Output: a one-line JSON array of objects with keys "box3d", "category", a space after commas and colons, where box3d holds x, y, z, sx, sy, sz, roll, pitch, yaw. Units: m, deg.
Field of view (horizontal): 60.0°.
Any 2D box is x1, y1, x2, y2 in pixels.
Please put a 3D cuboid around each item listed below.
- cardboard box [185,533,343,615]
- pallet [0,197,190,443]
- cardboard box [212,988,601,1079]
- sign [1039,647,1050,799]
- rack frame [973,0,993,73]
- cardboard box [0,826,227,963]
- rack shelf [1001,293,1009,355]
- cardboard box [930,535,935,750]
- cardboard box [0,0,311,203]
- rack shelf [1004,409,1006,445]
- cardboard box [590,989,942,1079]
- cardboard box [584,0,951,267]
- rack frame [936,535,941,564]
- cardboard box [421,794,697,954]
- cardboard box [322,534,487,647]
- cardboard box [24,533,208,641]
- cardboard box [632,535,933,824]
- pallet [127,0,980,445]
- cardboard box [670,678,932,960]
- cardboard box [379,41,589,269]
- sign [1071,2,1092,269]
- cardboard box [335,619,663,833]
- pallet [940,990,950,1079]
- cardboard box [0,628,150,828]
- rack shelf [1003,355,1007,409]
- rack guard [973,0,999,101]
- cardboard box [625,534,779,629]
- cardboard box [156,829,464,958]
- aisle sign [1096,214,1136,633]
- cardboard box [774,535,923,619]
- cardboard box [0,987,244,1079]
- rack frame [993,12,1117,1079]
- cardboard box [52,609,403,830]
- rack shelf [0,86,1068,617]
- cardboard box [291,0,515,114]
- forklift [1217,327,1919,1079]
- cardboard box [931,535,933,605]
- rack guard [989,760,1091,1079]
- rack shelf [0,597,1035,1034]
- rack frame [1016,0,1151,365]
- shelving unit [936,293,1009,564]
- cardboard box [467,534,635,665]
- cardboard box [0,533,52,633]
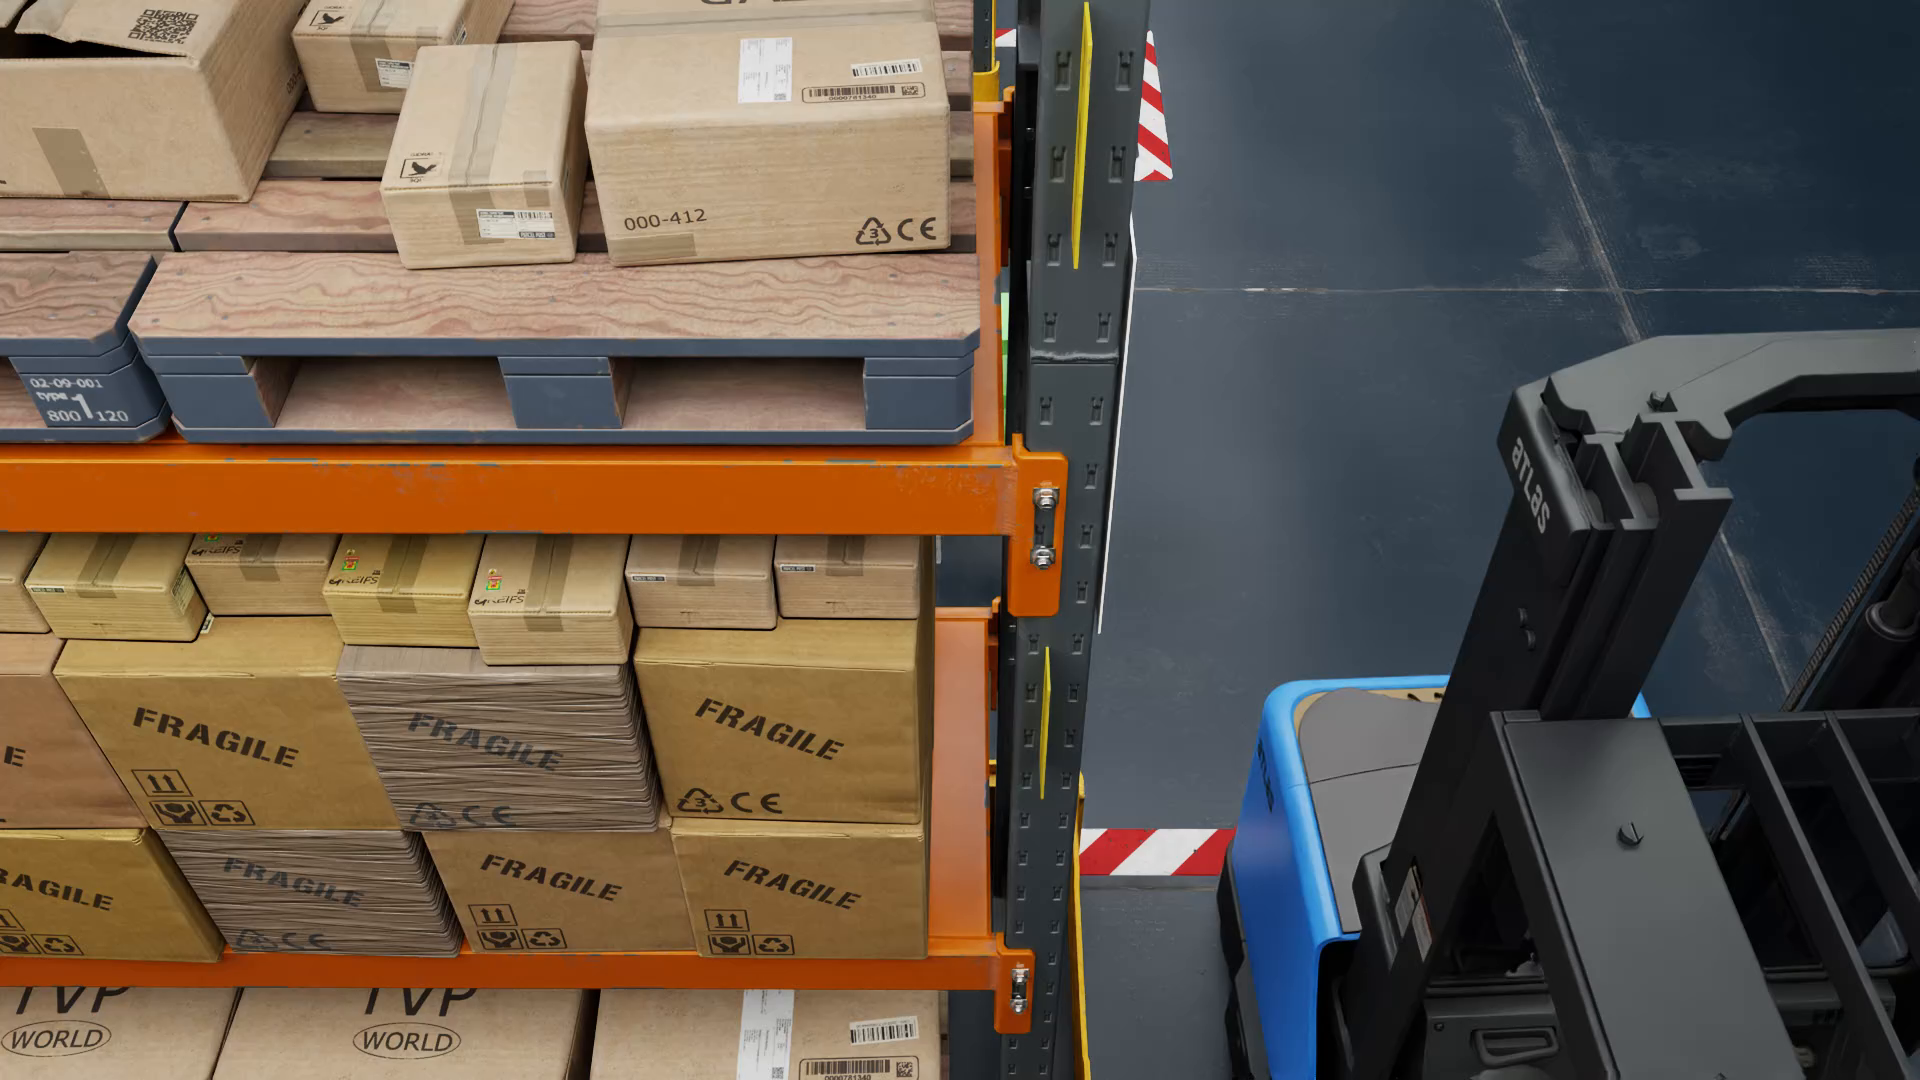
[{"box3d": [-1.219, -0.052, 3.054, 0.250, 0.149, 0.380, 0, 47, 0], "category": "cardboard box"}, {"box3d": [-1.799, -0.583, 2.755, 1.213, 0.211, 1.003, 0, 47, 0], "category": "pallet"}, {"box3d": [-1.410, 1.209, 4.539, 0.875, 0.438, 0.875, 1, 47, 1], "category": "cardboard box"}, {"box3d": [0.150, 0.326, 2.944, 0.005, 0.325, 0.100, 0, 47, 0], "category": "sign"}, {"box3d": [0.083, -3.220, 7.198, 0.127, 3.000, 1.000, 0, 47, 0], "category": "rack frame"}, {"box3d": [-1.850, 0.564, 3.608, 0.500, 0.500, 0.500, 1, 47, 1], "category": "cardboard box"}, {"box3d": [0.166, -0.692, 5.506, 0.480, 0.148, 0.258, 0, 47, 0], "category": "rack shelf"}, {"box3d": [-0.313, 0.159, 3.985, 0.500, 0.500, 0.500, 0, 47, 0], "category": "cardboard box"}, {"box3d": [-1.331, -0.805, 2.607, 0.500, 0.311, 0.500, 1, 47, 1], "category": "cardboard box"}, {"box3d": [0.166, -0.365, 5.857, 0.480, 0.148, 0.258, 0, 47, 0], "category": "rack shelf"}, {"box3d": [-0.495, 1.205, 4.542, 0.875, 0.438, 0.875, -1, 47, -1], "category": "cardboard box"}, {"box3d": [-0.285, -0.679, 2.531, 0.500, 0.250, 0.500, -4, 47, -3], "category": "cardboard box"}, {"box3d": [-0.078, -0.409, 5.811, 0.015, 1.200, 0.240, 0, 47, 0], "category": "rack frame"}, {"box3d": [-0.820, 0.550, 3.621, 0.500, 0.500, 0.500, -1, 47, -1], "category": "cardboard box"}, {"box3d": [-0.958, 0.001, 3.005, 0.250, 0.149, 0.380, 1, 47, 1], "category": "cardboard box"}, {"box3d": [-1.470, -0.009, 3.015, 0.250, 0.149, 0.380, 1, 47, 1], "category": "cardboard box"}, {"box3d": [-0.317, 0.202, 3.261, 0.500, 0.500, 0.500, 2, 47, 1], "category": "cardboard box"}, {"box3d": [-0.576, -0.582, 2.754, 1.213, 0.211, 1.003, 0, 47, 0], "category": "pallet"}, {"box3d": [-0.318, 0.562, 3.609, 0.500, 0.500, 0.500, 0, 47, 0], "category": "cardboard box"}, {"box3d": [-0.704, -0.587, 2.515, 0.250, 0.149, 0.380, -3, 47, -3], "category": "cardboard box"}, {"box3d": [0.150, -0.495, 2.062, 0.005, 0.325, 0.100, 0, 47, 0], "category": "sign"}, {"box3d": [-0.840, 0.222, 3.242, 0.500, 0.500, 0.500, 0, 47, 0], "category": "cardboard box"}, {"box3d": [-0.634, 1.409, 4.794, 1.213, 0.211, 1.003, 0, 47, 0], "category": "pallet"}, {"box3d": [-1.837, 0.216, 3.248, 0.500, 0.500, 0.500, 0, 47, 0], "category": "cardboard box"}, {"box3d": [0.166, -0.528, 5.681, 0.480, 0.148, 0.258, 0, 47, 0], "category": "rack shelf"}, {"box3d": [0.007, -2.368, 8.113, 0.348, 0.500, 1.175, 0, 47, 0], "category": "rack guard"}, {"box3d": [-0.448, -0.029, 3.033, 0.250, 0.149, 0.380, 1, 47, 1], "category": "cardboard box"}, {"box3d": [-1.334, 0.556, 3.615, 0.500, 0.500, 0.500, 1, 47, 1], "category": "cardboard box"}, {"box3d": [0.236, -0.255, 2.662, 0.004, 0.787, 0.394, 0, 47, 0], "category": "aisle sign"}, {"box3d": [-0.194, -0.046, 3.049, 0.250, 0.149, 0.380, 1, 47, 1], "category": "cardboard box"}, {"box3d": [-2.312, 1.205, 4.542, 0.875, 0.438, 0.875, -1, 47, -1], "category": "cardboard box"}, {"box3d": [0.166, 0.404, 3.825, 0.127, 3.000, 1.000, 0, 47, 0], "category": "rack frame"}, {"box3d": [-1.335, 0.219, 3.246, 0.500, 0.500, 0.500, 0, 47, 0], "category": "cardboard box"}, {"box3d": [-1.834, -0.378, 2.995, 4.000, 0.370, 1.077, 0, 47, 0], "category": "rack shelf"}, {"box3d": [-0.922, -0.881, 2.788, 0.250, 0.149, 0.380, 2, 47, 2], "category": "cardboard box"}, {"box3d": [1.383, 1.173, 3.156, 1.130, 2.935, 3.031, -2, 47, -2], "category": "forklift"}, {"box3d": [-0.313, -0.180, 3.617, 0.500, 0.500, 0.500, -1, 47, -1], "category": "cardboard box"}, {"box3d": [0.190, 1.256, 4.740, 0.348, 0.500, 1.175, 0, 47, 0], "category": "rack guard"}, {"box3d": [-1.834, 0.644, 4.093, 4.000, 0.370, 1.077, 0, 47, 0], "category": "rack shelf"}, {"box3d": [0.166, -1.640, 1.629, 0.127, 3.000, 1.000, 0, 47, 0], "category": "rack frame"}, {"box3d": [0.166, -0.408, 5.810, 0.503, 1.200, 0.258, 0, 47, 0], "category": "shelving unit"}, {"box3d": [-0.706, 0.032, 2.977, 0.250, 0.149, 0.380, 0, 47, 0], "category": "cardboard box"}, {"box3d": [-1.733, -0.024, 3.028, 0.250, 0.149, 0.380, 2, 47, 1], "category": "cardboard box"}]
